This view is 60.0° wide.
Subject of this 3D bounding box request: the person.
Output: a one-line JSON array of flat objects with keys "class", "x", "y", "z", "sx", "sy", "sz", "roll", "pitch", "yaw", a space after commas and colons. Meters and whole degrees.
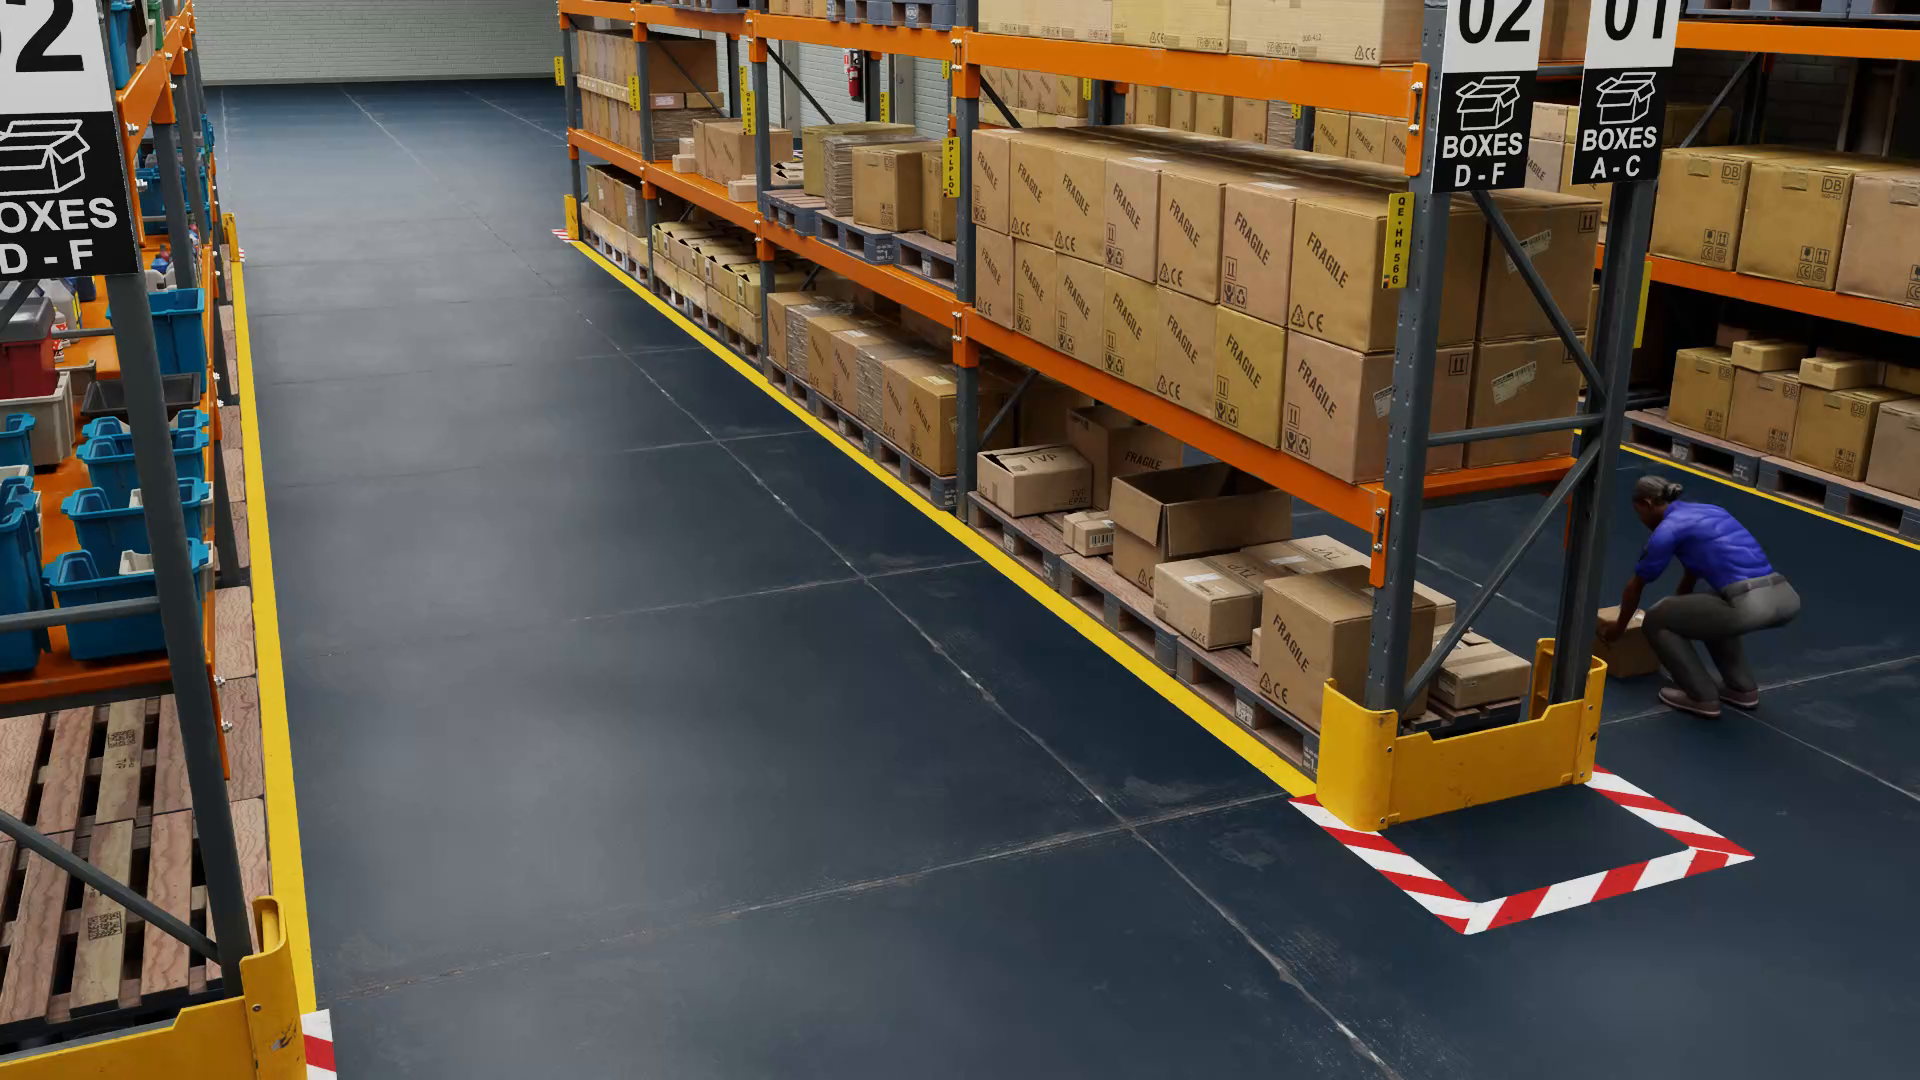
[{"class": "person", "x": 3.294, "y": 0.252, "z": 7.397, "sx": 0.486, "sy": 0.977, "sz": 0.783, "roll": -10, "pitch": 21, "yaw": -26}]
